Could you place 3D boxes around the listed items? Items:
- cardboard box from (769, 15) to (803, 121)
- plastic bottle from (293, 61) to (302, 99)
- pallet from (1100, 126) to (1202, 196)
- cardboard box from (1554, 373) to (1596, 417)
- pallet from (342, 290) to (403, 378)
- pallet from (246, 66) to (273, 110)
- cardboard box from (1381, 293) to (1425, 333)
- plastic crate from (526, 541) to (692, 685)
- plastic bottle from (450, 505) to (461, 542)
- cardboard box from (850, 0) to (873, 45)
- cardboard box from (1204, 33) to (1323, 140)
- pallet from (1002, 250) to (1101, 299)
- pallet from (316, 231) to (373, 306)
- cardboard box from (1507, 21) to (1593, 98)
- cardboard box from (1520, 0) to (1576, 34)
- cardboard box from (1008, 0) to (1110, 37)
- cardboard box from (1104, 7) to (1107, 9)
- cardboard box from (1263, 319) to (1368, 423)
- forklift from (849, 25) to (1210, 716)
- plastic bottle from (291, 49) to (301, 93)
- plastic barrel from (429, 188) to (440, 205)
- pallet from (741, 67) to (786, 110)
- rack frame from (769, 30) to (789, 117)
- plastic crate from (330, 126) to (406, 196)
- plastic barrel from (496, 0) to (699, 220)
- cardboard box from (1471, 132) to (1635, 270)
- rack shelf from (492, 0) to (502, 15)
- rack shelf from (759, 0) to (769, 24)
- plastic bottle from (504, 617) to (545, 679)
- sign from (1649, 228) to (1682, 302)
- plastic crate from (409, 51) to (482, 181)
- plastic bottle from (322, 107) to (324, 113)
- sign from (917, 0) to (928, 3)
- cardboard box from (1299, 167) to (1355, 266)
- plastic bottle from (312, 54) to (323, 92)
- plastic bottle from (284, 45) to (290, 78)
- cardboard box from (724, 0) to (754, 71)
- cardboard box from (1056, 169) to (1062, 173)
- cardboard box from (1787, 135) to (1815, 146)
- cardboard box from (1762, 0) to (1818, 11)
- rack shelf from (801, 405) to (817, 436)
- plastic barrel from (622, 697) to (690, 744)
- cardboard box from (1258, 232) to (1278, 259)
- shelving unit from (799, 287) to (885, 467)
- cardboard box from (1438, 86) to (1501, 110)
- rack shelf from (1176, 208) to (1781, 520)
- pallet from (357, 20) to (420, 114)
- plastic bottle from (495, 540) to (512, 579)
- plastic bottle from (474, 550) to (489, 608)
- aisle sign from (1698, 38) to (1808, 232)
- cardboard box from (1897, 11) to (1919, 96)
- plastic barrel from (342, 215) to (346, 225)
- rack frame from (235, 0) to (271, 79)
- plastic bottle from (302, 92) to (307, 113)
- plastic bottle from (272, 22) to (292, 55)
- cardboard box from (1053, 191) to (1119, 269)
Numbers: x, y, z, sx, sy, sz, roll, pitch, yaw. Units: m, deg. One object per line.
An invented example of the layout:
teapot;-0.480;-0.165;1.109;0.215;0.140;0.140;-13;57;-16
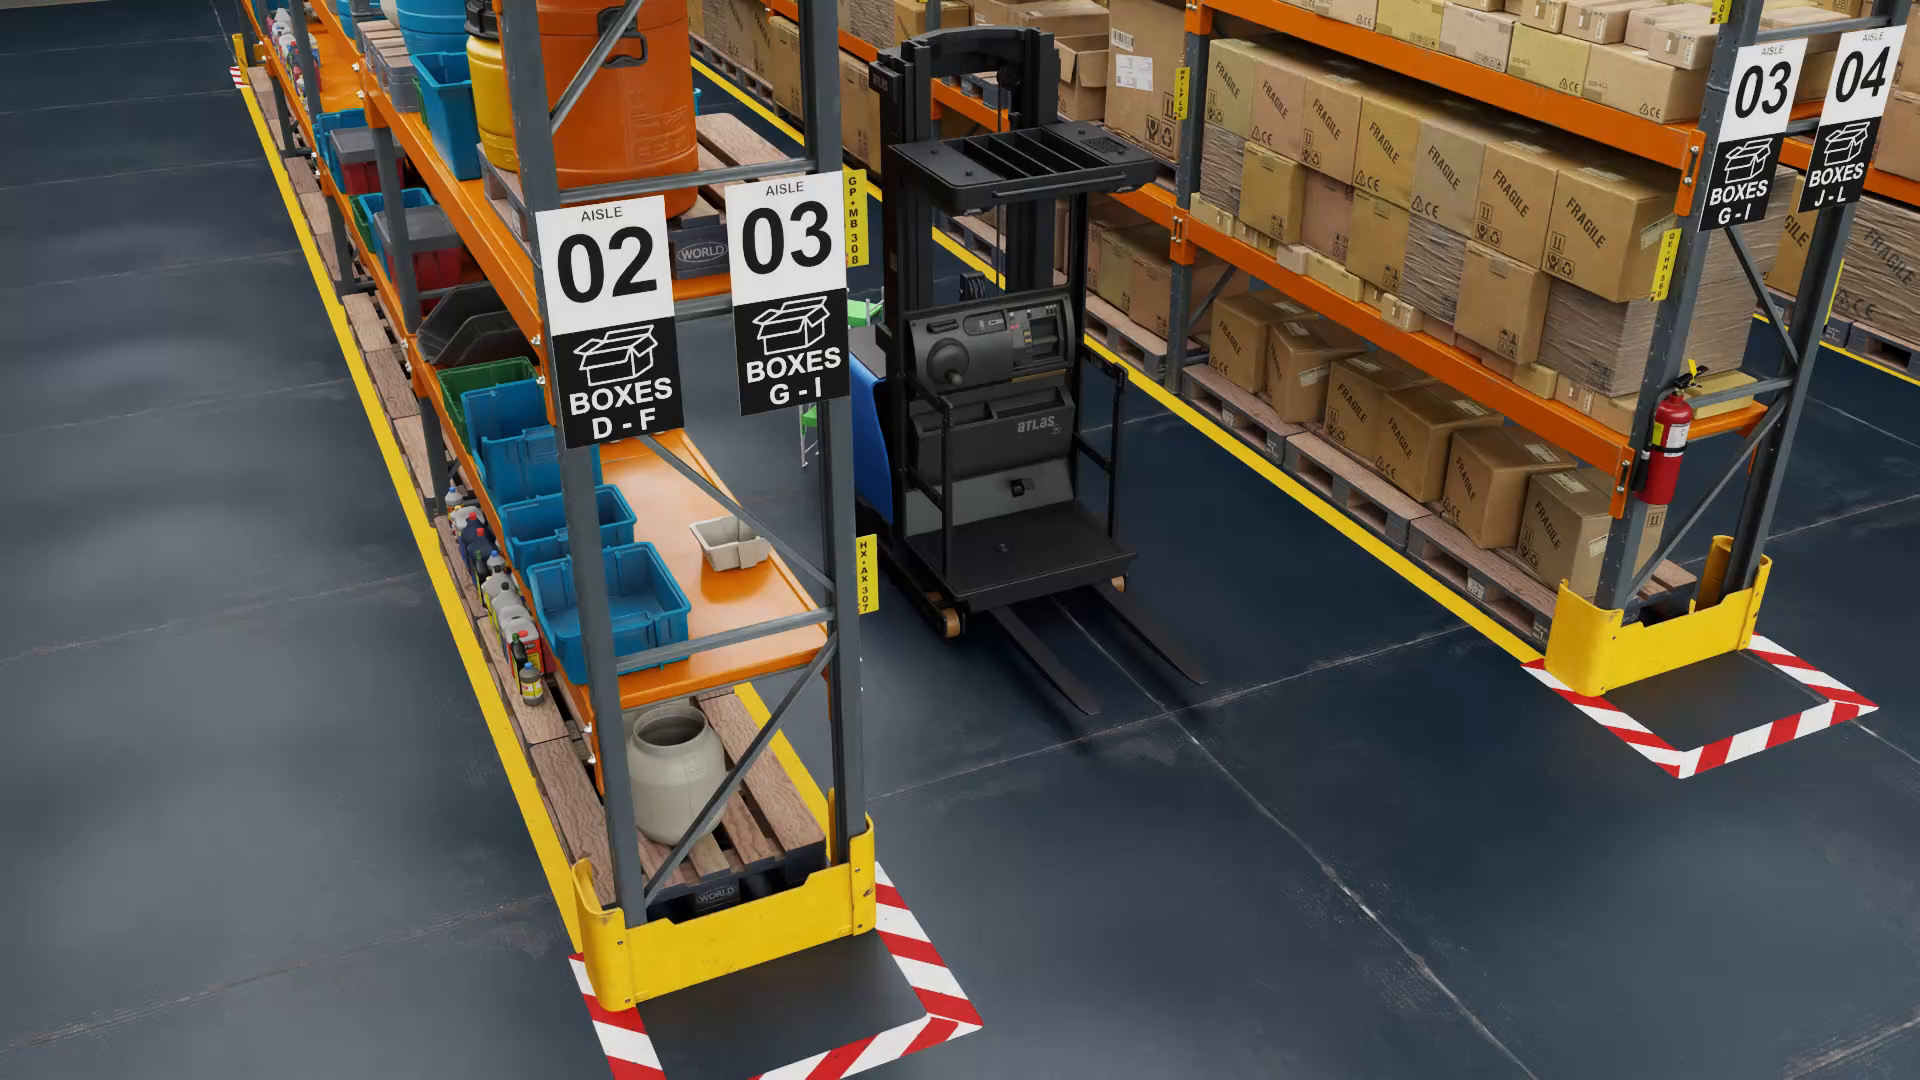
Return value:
cardboard box;-1.237;-4.954;17.261;1.225;0.875;0.875;-13;32;-22
plastic bottle;-5.336;-3.712;13.423;0.061;0.283;0.133;-13;32;-22
pallet;1.707;-2.727;11.742;1.003;0.211;1.213;-13;32;-22
cardboard box;3.206;-0.759;8.293;0.380;0.149;0.250;-13;32;-22
pallet;-3.989;-1.603;12.392;1.003;0.211;1.213;-13;32;-22
pallet;-7.402;-5.115;18.655;1.003;0.211;1.213;-13;32;-22
cardboard box;2.574;-1.289;9.239;0.380;0.149;0.250;-13;32;-22
plastic crate;-1.337;0.271;6.352;0.499;0.251;0.616;-13;32;-22
plastic bottle;-2.785;-0.096;9.266;0.097;0.201;0.097;0;29;0
cardboard box;-0.683;-4.869;15.264;0.500;0.500;0.500;-14;32;-24
cardboard box;1.868;-2.800;10.247;0.500;0.500;0.500;-13;32;-22
pallet;1.041;-2.109;13.296;1.003;0.211;1.213;-13;32;-22
pallet;-4.662;-2.293;13.623;1.003;0.211;1.213;-13;32;-22
cardboard box;2.968;-2.298;7.868;0.500;0.250;0.500;-13;32;-22
cardboard box;2.869;-2.493;7.807;0.380;0.149;0.250;-13;32;-22
cardboard box;0.785;-3.980;13.250;0.700;0.500;0.500;-8;30;-15
cardboard box;1.888;-6.701;21.118;0.380;0.149;0.250;-13;32;-22
cardboard box;2.292;-1.099;10.769;0.500;0.500;0.500;-3;29;-6
forklift;0.268;-1.000;8.536;1.130;2.935;3.031;-13;32;-22
plastic bottle;-5.367;-3.821;13.547;0.144;0.351;0.185;-13;32;-22
plastic barrel;-3.283;-2.446;10.905;0.433;0.535;0.433;0;29;0
pallet;-1.786;-5.112;18.651;1.003;0.211;1.213;-13;32;-22
rack frame;-1.530;-5.976;17.341;1.000;3.000;0.127;-13;32;-22
plastic crate;-3.869;-2.419;10.932;0.402;0.464;0.583;-13;32;-22
plastic barrel;-1.175;-1.502;5.427;0.600;0.830;0.708;-13;32;-22
cardboard box;2.942;-1.696;8.278;0.500;0.500;0.500;-13;32;-22
rack shelf;-1.711;-2.647;6.415;1.077;0.370;4.000;-13;32;-22
rack shelf;-2.389;-6.546;19.092;1.077;0.370;4.000;-13;32;-22
plastic bottle;-2.120;0.524;8.083;0.152;0.276;0.135;-13;32;-22
sign;3.111;-1.211;7.335;0.100;0.325;0.005;-13;32;-22
plastic crate;-1.943;-1.716;6.693;0.392;0.384;0.575;-13;32;-22
plastic bottle;-4.878;-3.227;12.640;0.097;0.201;0.097;0;29;0
sign;-0.313;-4.596;13.696;0.100;0.325;0.005;-13;32;-22
cardboard box;2.530;-1.976;9.801;0.875;0.500;0.500;-13;32;-22
plastic bottle;-5.285;-3.824;13.623;0.061;0.283;0.133;-13;32;-22
plastic bottle;-5.627;-4.027;13.997;0.097;0.271;0.097;0;29;0
cardboard box;-2.128;-5.939;19.017;0.875;0.875;0.875;-13;32;-22
cardboard box;0.739;-3.116;13.579;0.500;0.250;0.500;-9;31;-16
cardboard box;6.596;-3.344;12.493;0.875;0.550;0.550;-13;32;-22
cardboard box;3.688;-2.397;7.637;0.380;0.149;0.250;-12;32;-21
rack shelf;-0.727;-0.730;10.447;0.480;0.148;0.258;12;31;20
plastic barrel;-1.419;0.770;7.423;0.421;0.512;0.421;0;29;0
cardboard box;2.069;-1.848;10.236;0.380;0.149;0.250;-13;32;-22
shelving unit;-0.727;-0.996;10.299;0.503;1.200;0.258;12;31;20
cardboard box;2.987;-2.248;9.263;0.500;0.500;0.500;-13;32;-22
rack shelf;2.763;-1.245;9.639;1.077;0.370;4.000;-13;32;-22
pallet;-2.171;-2.330;7.965;1.213;0.211;1.003;-13;32;-22
plastic bottle;-2.426;0.078;8.883;0.097;0.271;0.097;0;29;0
plastic bottle;-2.483;0.199;8.655;0.061;0.283;0.133;-12;31;-20
aisle sign;3.377;-1.719;7.091;0.394;0.787;0.004;-13;32;-22
cardboard box;7.003;-3.319;11.345;0.875;0.550;0.550;-13;32;-22
plastic barrel;-4.997;-3.012;14.091;0.600;0.588;0.708;-13;32;-22
rack frame;-7.721;-6.703;18.637;1.000;3.000;0.127;-13;32;-22
plastic bottle;-5.103;-3.458;13.052;0.097;0.201;0.097;0;29;0
plastic bottle;-5.992;-4.436;14.721;0.152;0.276;0.135;-13;32;-22
cardboard box;0.992;-2.528;13.297;0.700;0.500;0.500;-10;31;-18
